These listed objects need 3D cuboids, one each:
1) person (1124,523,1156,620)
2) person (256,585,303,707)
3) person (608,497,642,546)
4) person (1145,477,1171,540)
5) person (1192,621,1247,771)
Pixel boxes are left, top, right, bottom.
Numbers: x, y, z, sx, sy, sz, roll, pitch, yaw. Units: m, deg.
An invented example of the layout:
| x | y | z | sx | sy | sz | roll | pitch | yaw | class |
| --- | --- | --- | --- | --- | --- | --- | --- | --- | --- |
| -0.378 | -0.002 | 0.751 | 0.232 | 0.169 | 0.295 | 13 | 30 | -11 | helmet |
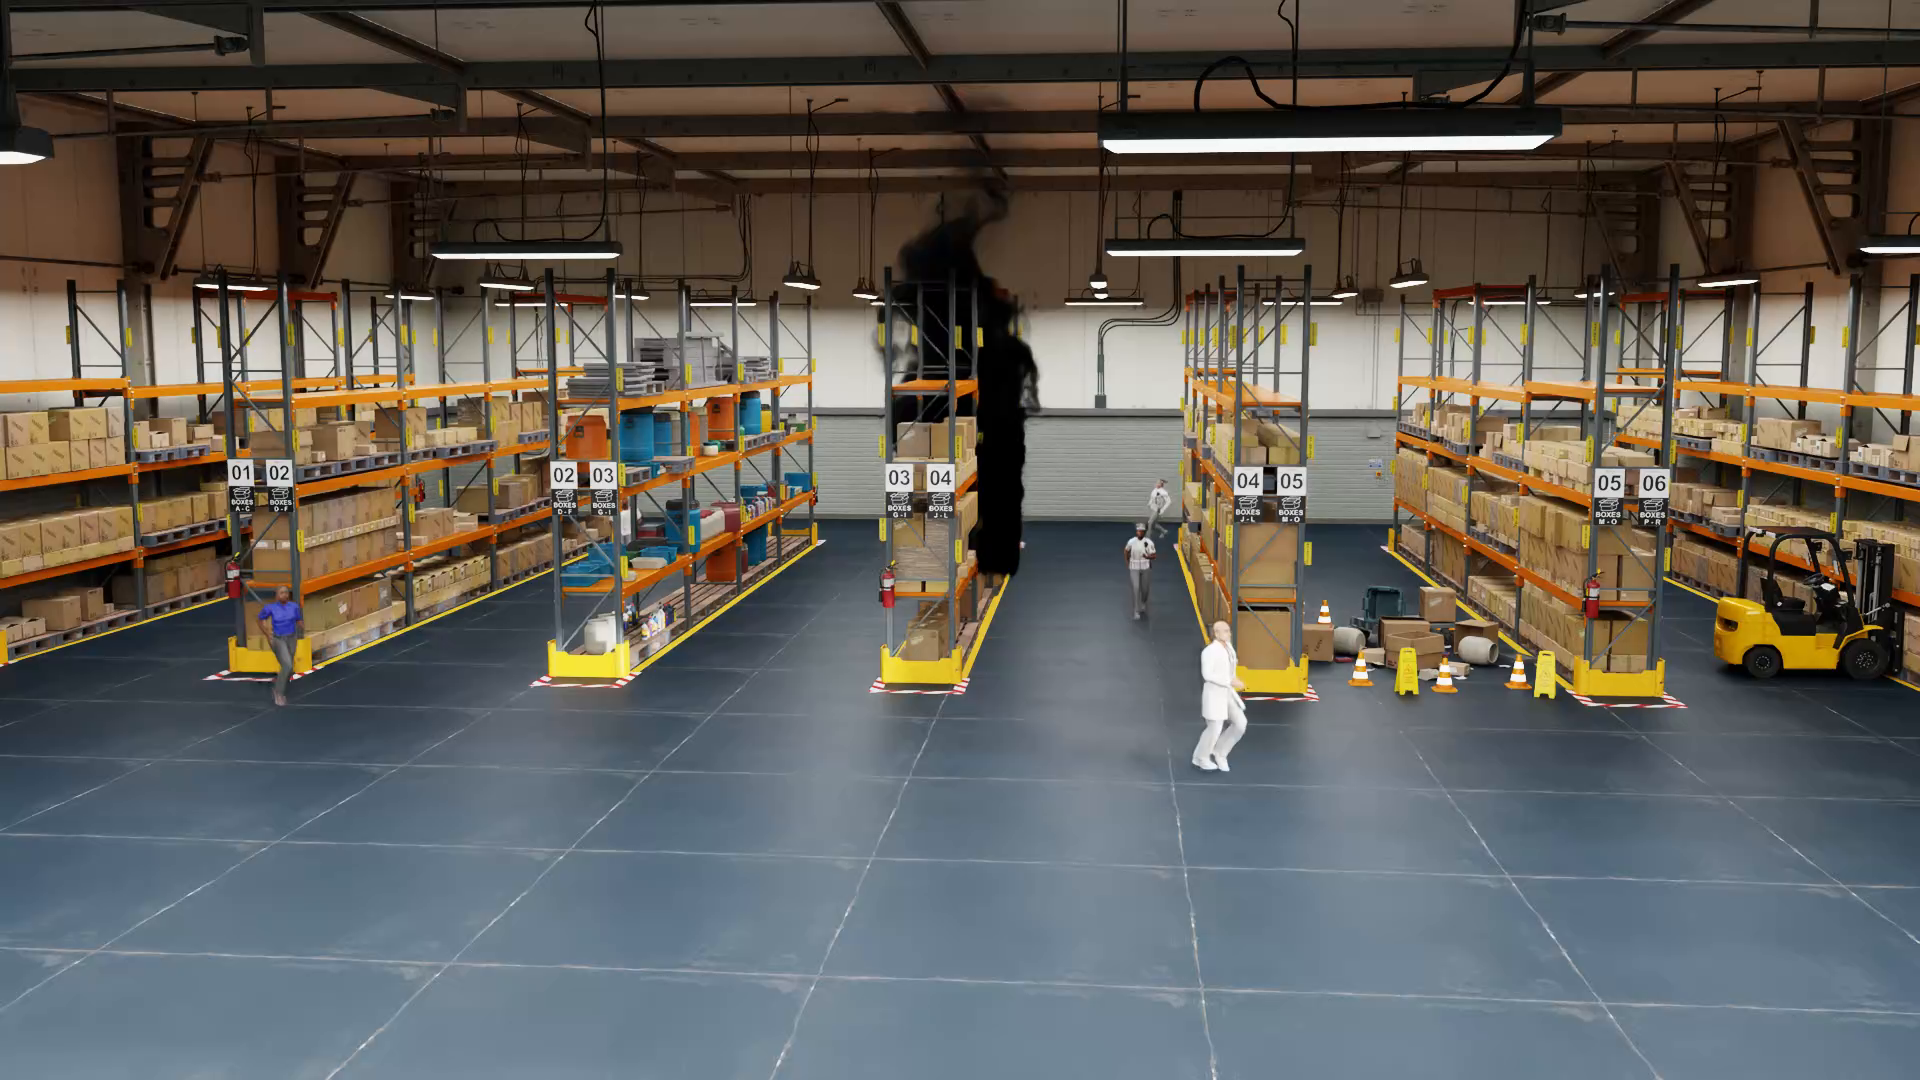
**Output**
| x | y | z | sx | sy | sz | roll | pitch | yaw | class |
| --- | --- | --- | --- | --- | --- | --- | --- | --- | --- |
| 3.225 | 0.529 | 29.786 | 0.575 | 1.684 | 0.921 | 1 | 7 | 5 | person |
| -9.235 | 1.451 | 22.759 | 0.693 | 1.673 | 0.548 | 5 | 9 | 37 | person |
| -7.083 | -0.124 | 35.143 | 0.691 | 1.721 | 0.585 | -1 | 7 | -5 | person |
| 4.789 | -0.708 | 40.271 | 0.845 | 1.646 | 0.675 | -3 | 8 | -26 | person |
| 3.029 | 1.821 | 19.161 | 0.745 | 1.798 | 0.732 | 7 | 10 | 43 | person |
